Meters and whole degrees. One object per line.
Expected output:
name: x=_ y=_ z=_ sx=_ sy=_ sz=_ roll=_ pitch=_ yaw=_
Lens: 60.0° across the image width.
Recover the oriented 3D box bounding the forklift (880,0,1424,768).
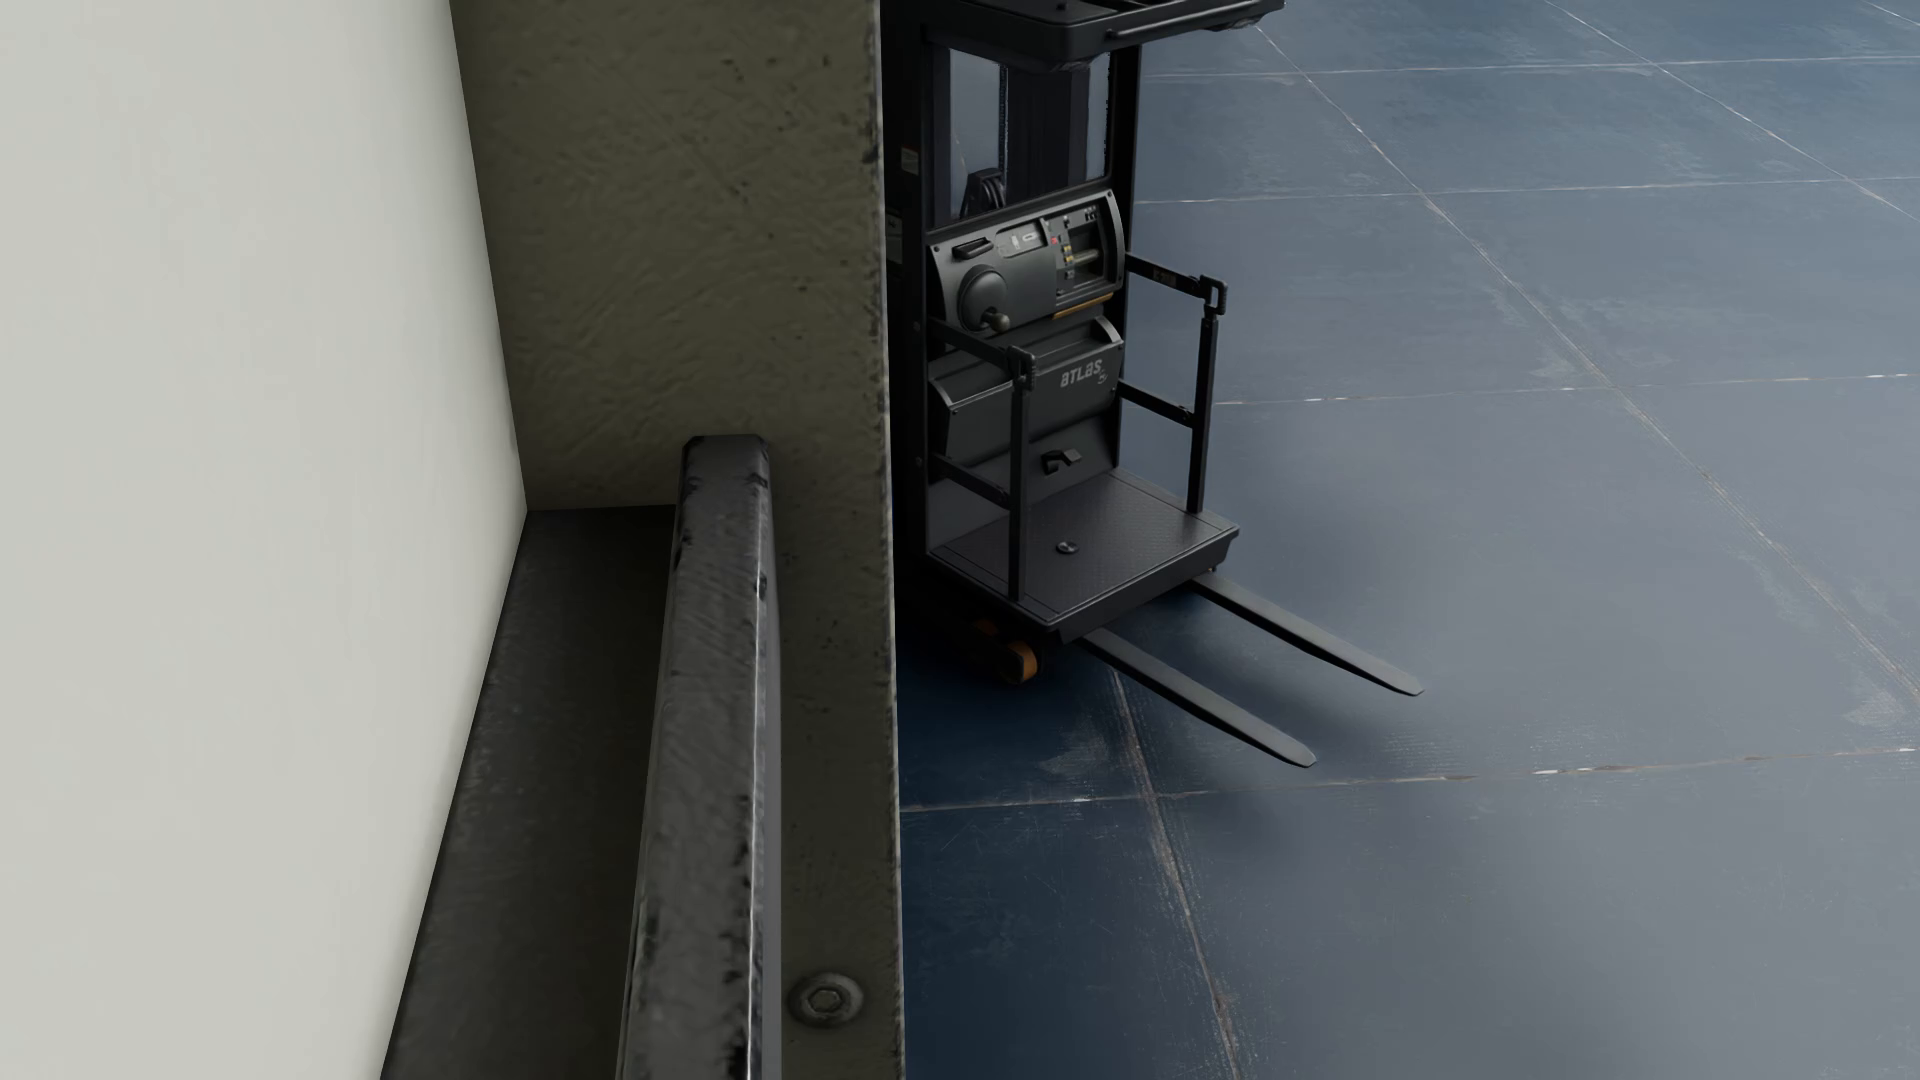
forklift: x=0.405 y=-1.003 z=6.072 sx=1.130 sy=2.935 sz=3.031 roll=-24 pitch=39 yaw=-35
